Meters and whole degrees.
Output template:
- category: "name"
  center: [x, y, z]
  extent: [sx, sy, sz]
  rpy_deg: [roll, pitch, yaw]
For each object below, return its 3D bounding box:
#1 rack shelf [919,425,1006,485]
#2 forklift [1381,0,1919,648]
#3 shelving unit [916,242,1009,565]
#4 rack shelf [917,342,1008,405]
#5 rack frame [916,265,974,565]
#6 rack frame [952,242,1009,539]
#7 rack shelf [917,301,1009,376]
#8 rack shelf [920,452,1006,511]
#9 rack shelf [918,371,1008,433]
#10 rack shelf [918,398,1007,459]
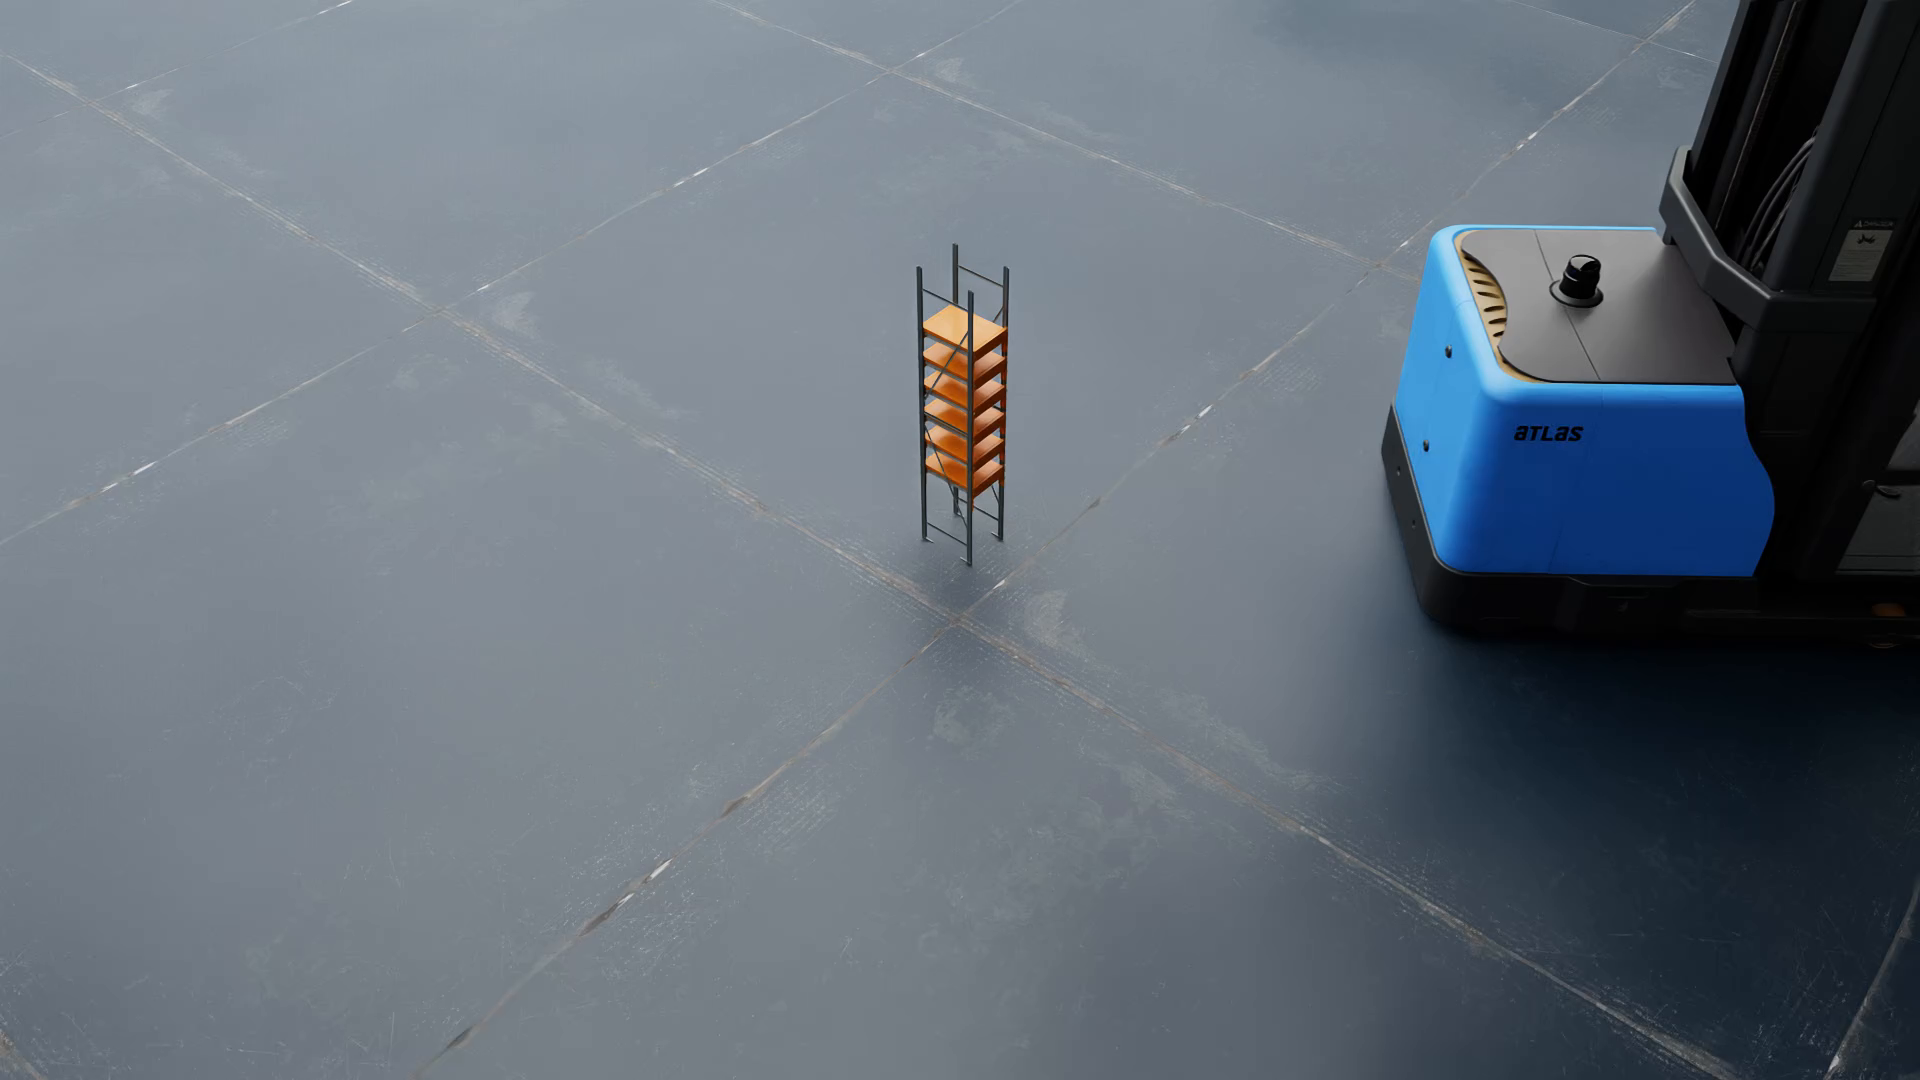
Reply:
- category: "rack shelf"
  center: [0.009, -0.330, 5.965]
  extent: [0.258, 0.103, 0.180]
  rpy_deg: [29, 50, 28]
- category: "forklift"
  center: [3.155, -1.067, 5.244]
  extent: [3.031, 2.935, 1.130]
  rpy_deg: [1, 42, 1]
- category: "shelving unit"
  center: [0.009, -0.451, 5.855]
  extent: [0.258, 1.200, 0.189]
  rpy_deg: [29, 50, 28]
- category: "rack shelf"
  center: [0.009, -0.596, 5.723]
  extent: [0.258, 0.103, 0.180]
  rpy_deg: [29, 50, 28]
- category: "rack frame"
  center: [-0.050, -0.404, 5.803]
  extent: [0.240, 1.200, 0.006]
  rpy_deg: [29, 50, 28]
- category: "rack frame"
  center: [0.068, -0.498, 5.906]
  extent: [0.240, 1.200, 0.006]
  rpy_deg: [29, 50, 28]
- category: "rack shelf"
  center: [0.009, -0.685, 5.642]
  extent: [0.258, 0.103, 0.180]
  rpy_deg: [29, 50, 28]
- category: "rack shelf"
  center: [0.009, -0.241, 6.046]
  extent: [0.258, 0.103, 0.180]
  rpy_deg: [29, 50, 28]
- category: "rack shelf"
  center: [0.009, -0.507, 5.804]
  extent: [0.258, 0.103, 0.180]
  rpy_deg: [29, 50, 28]
- category: "rack shelf"
  center: [0.009, -0.419, 5.884]
  extent: [0.258, 0.103, 0.180]
  rpy_deg: [29, 50, 28]
